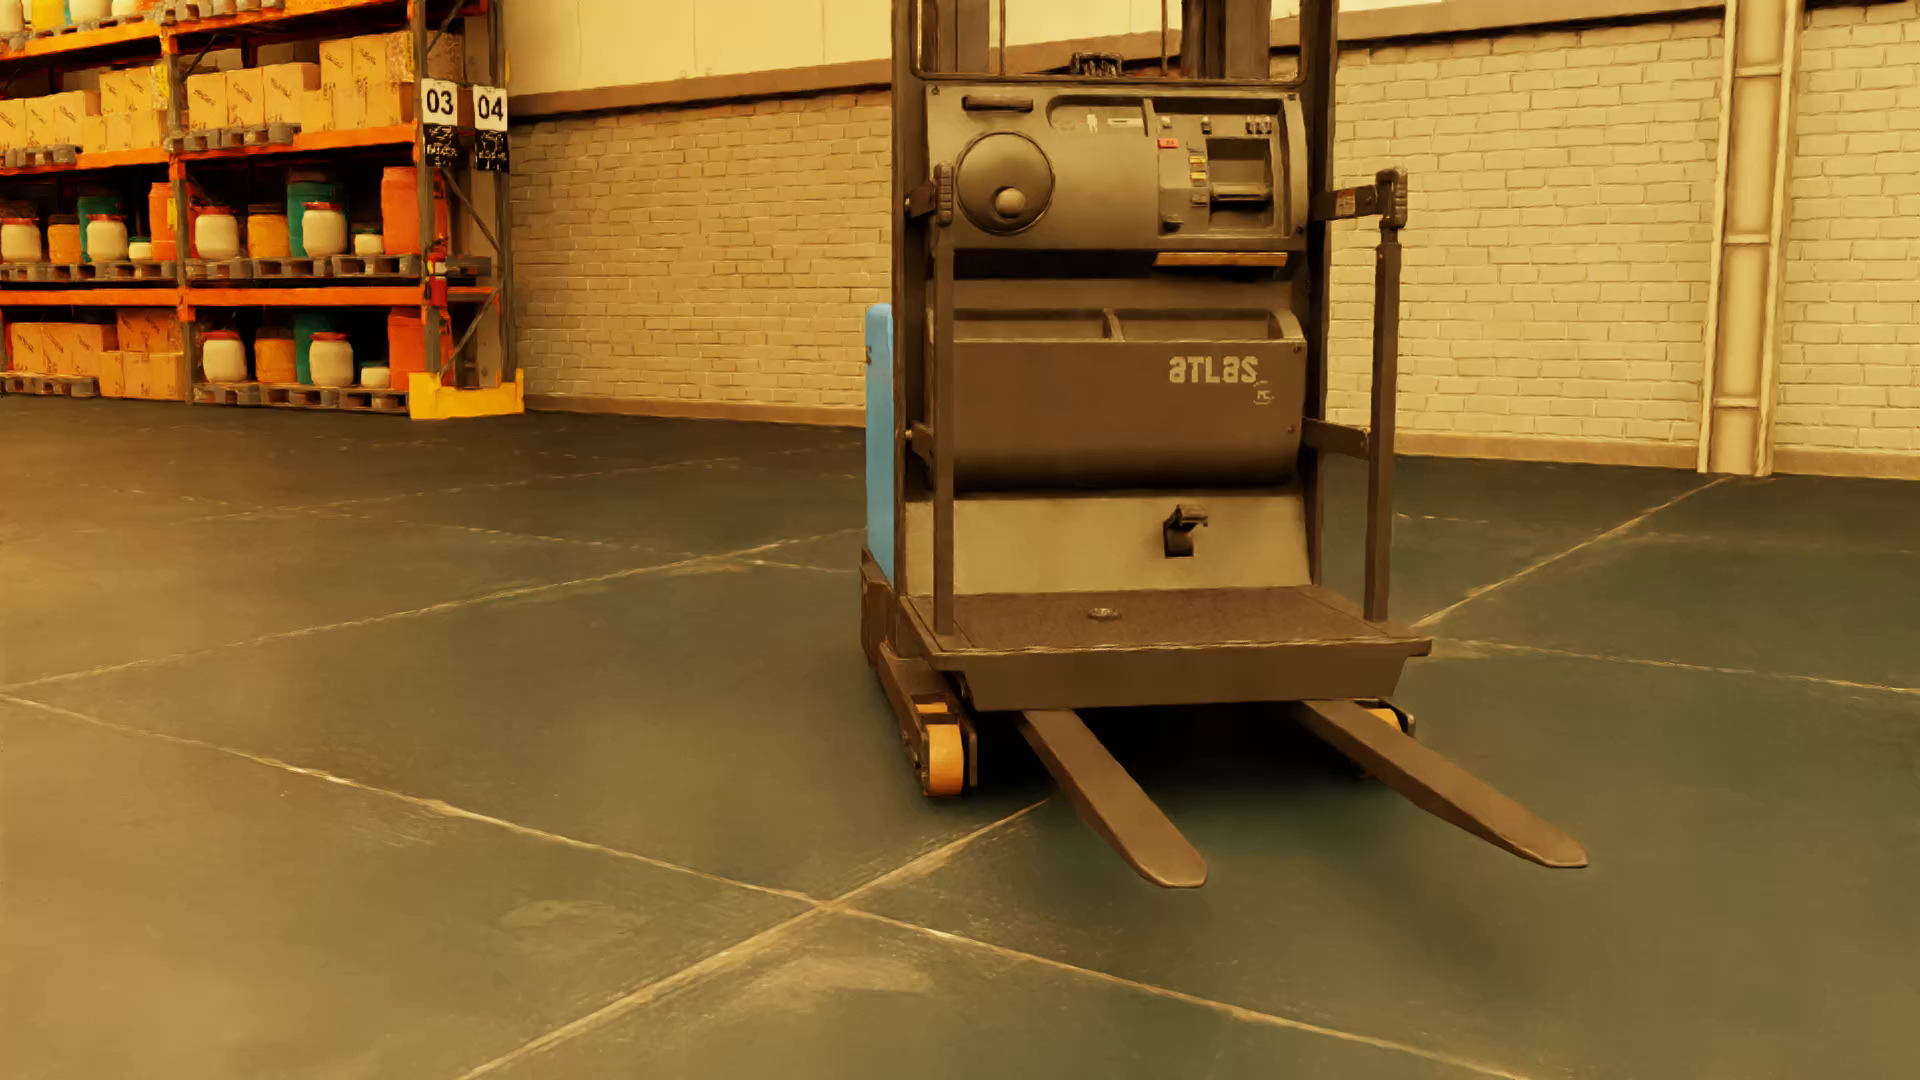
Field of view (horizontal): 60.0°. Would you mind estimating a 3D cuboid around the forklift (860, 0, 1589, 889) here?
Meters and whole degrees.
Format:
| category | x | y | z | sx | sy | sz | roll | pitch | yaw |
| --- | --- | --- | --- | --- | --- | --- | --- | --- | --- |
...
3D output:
| category | x | y | z | sx | sy | sz | roll | pitch | yaw |
| --- | --- | --- | --- | --- | --- | --- | --- | --- | --- |
| forklift | 0.414 | -0.940 | 3.803 | 1.130 | 2.935 | 3.031 | -1 | 8 | -8 |
